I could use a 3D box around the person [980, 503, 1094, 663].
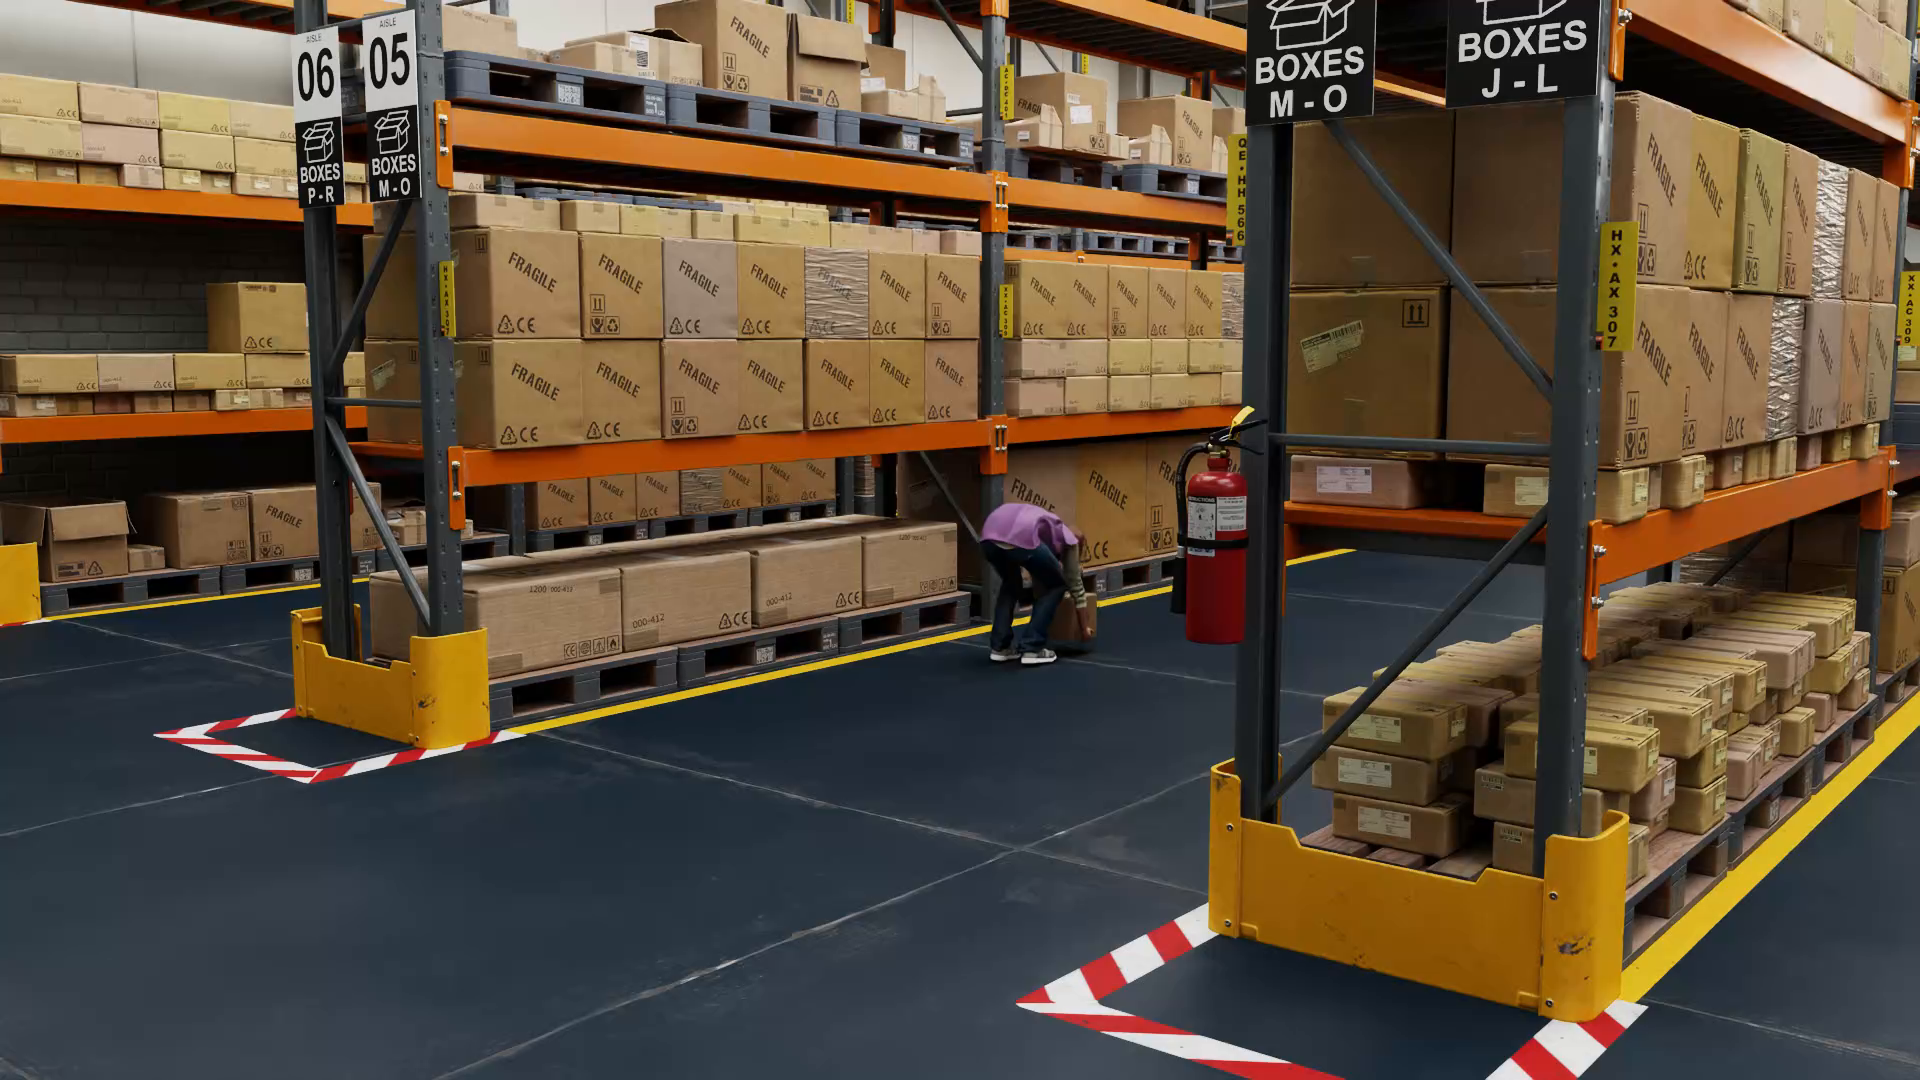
[{"bbox_3d":[0.434,0.227,9.394,0.417,0.899,0.857,5,8,36],"label":"person"}]
